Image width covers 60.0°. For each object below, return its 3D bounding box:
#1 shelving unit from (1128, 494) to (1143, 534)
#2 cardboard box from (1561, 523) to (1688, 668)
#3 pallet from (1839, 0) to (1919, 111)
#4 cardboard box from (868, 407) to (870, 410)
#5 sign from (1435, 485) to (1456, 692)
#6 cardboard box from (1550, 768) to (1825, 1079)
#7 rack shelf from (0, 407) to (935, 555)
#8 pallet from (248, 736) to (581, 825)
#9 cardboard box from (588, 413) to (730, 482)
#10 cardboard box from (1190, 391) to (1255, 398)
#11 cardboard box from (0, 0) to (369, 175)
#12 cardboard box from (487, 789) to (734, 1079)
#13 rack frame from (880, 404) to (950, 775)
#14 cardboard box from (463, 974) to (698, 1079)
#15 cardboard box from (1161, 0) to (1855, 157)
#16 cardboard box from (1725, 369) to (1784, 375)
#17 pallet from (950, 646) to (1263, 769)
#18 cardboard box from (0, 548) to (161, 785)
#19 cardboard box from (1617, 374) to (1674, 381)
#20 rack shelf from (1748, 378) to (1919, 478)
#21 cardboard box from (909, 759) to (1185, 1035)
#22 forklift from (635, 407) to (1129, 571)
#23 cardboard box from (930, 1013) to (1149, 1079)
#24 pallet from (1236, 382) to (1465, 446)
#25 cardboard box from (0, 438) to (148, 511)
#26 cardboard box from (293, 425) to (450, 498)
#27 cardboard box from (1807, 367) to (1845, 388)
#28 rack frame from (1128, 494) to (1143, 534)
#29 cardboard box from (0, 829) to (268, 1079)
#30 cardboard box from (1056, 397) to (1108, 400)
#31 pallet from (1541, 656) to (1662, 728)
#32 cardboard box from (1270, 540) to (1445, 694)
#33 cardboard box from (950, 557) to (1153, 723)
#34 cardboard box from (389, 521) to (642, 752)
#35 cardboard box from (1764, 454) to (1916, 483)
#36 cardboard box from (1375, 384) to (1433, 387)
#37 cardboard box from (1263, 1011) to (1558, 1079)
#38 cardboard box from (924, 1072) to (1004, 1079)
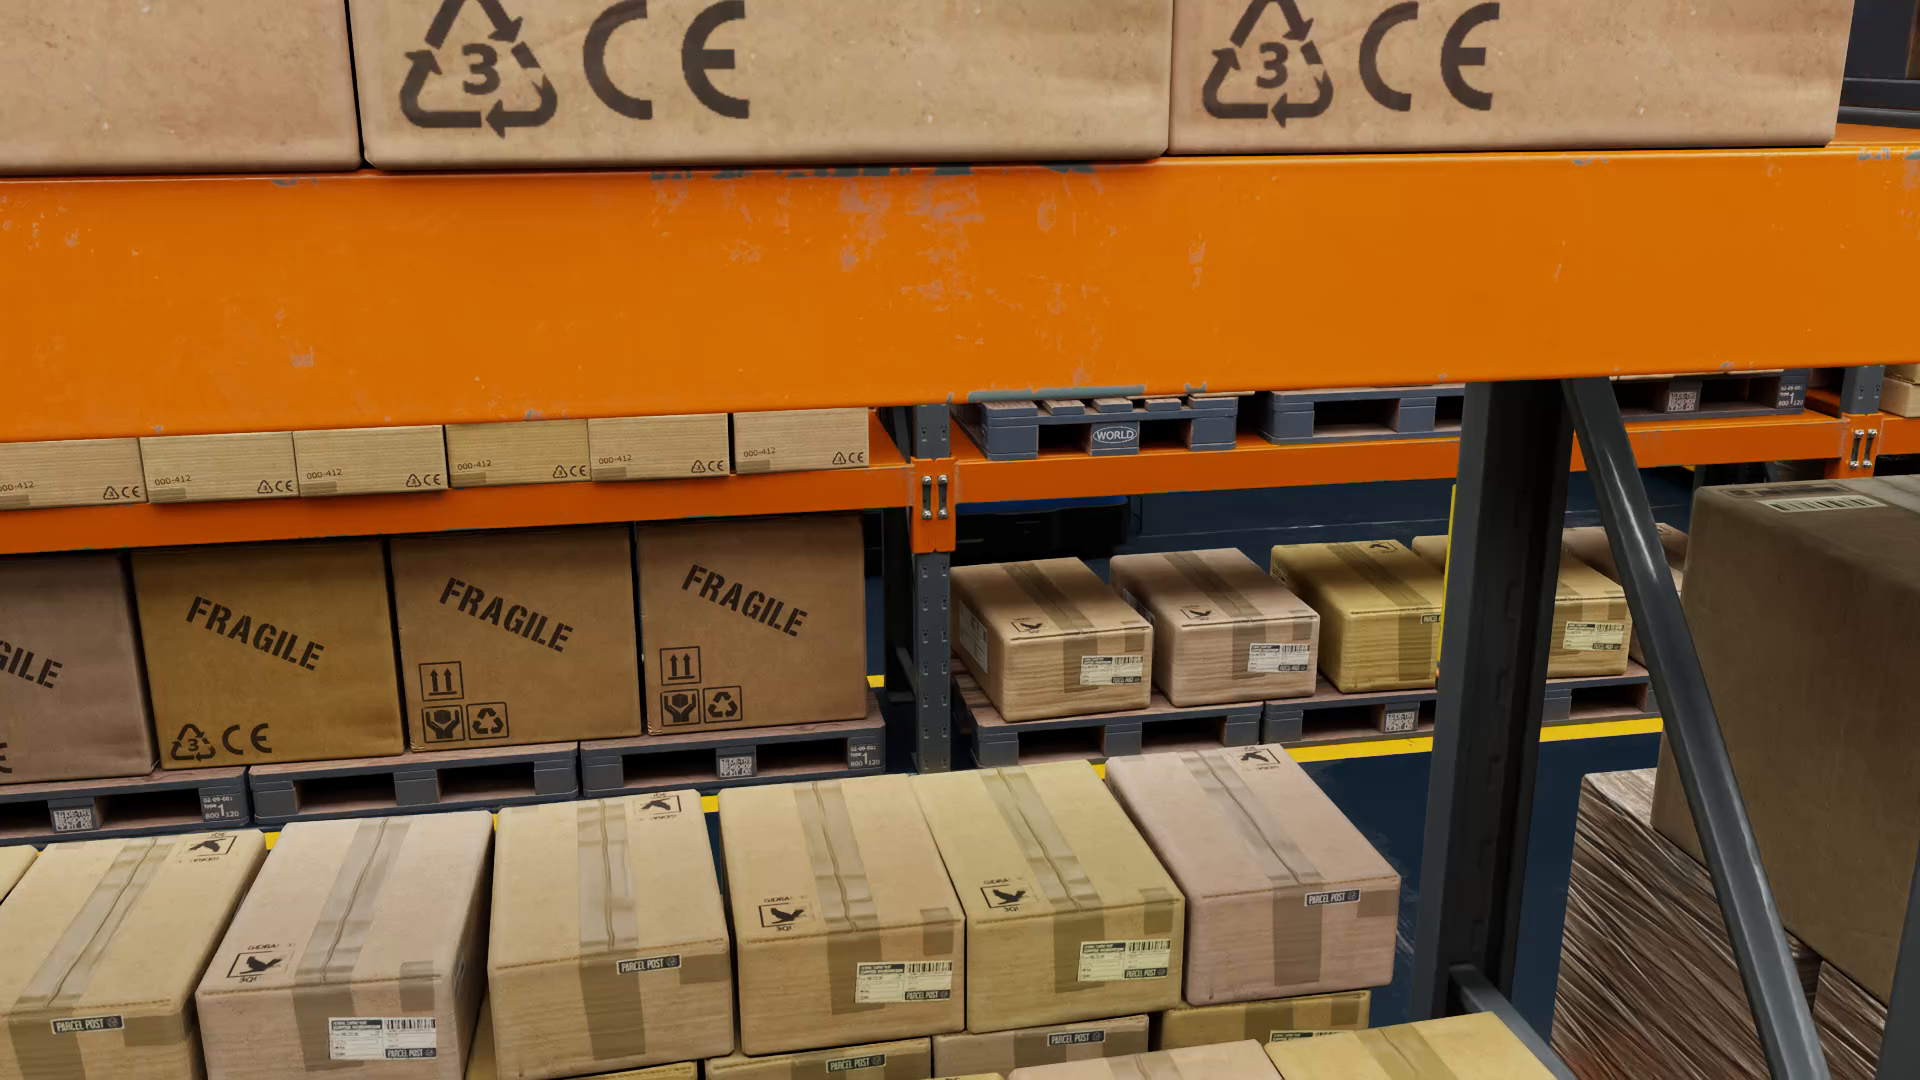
[{"bbox_3d":[0.967,-0.638,9.846,0.189,1.200,0.258,-4,17,-12],"label":"shelving unit"},{"bbox_3d":[3.219,0.242,7.675,0.625,0.372,0.950,-3,17,-10],"label":"cardboard box"},{"bbox_3d":[1.467,-0.594,1.849,1.003,0.211,1.213,-2,17,-8],"label":"pallet"},{"bbox_3d":[-0.524,-1.147,11.768,0.625,0.625,0.875,-3,17,-9],"label":"cardboard box"},{"bbox_3d":[0.736,0.088,2.446,0.005,0.325,0.100,-3,17,-10],"label":"sign"},{"bbox_3d":[1.236,0.651,2.414,0.500,0.500,0.500,-3,17,-10],"label":"cardboard box"},{"bbox_3d":[-2.157,-0.165,6.466,4.000,0.370,1.077,-3,17,-10],"label":"rack shelf"},{"bbox_3d":[-2.177,0.802,6.842,1.213,0.211,1.003,-3,17,-10],"label":"pallet"},{"bbox_3d":[-1.139,-0.413,6.302,0.500,0.250,0.500,-3,17,-9],"label":"cardboard box"},{"bbox_3d":[0.996,-0.683,6.639,0.250,0.149,0.380,-3,17,-10],"label":"cardboard box"},{"bbox_3d":[-0.648,-0.517,1.108,0.500,0.500,0.500,-3,17,-10],"label":"cardboard box"},{"bbox_3d":[-0.411,0.449,1.942,0.250,0.149,0.380,-4,18,-13],"label":"cardboard box"},{"bbox_3d":[-0.193,-0.620,6.723,0.127,3.000,1.000,-3,17,-10],"label":"rack frame"},{"bbox_3d":[-0.443,0.593,1.979,0.250,0.149,0.380,-3,17,-10],"label":"cardboard box"},{"bbox_3d":[0.332,-0.576,1.298,0.500,0.500,0.500,-3,17,-10],"label":"cardboard box"},{"bbox_3d":[3.281,-0.816,7.071,0.250,0.149,0.380,-3,17,-10],"label":"cardboard box"},{"bbox_3d":[0.574,0.669,7.273,1.213,0.211,1.003,-3,17,-10],"label":"pallet"},{"bbox_3d":[-3.527,0.360,6.435,0.875,0.875,0.875,-3,17,-9],"label":"cardboard box"},{"bbox_3d":[2.772,-0.781,6.959,0.250,0.149,0.380,-4,17,-11],"label":"cardboard box"},{"bbox_3d":[5.698,-0.611,7.916,4.000,0.370,1.077,-3,17,-10],"label":"rack shelf"},{"bbox_3d":[0.091,0.422,2.030,0.250,0.149,0.380,-4,17,-12],"label":"cardboard box"},{"bbox_3d":[-0.607,-1.361,9.250,3.031,2.935,1.130,-4,17,-12],"label":"forklift"},{"bbox_3d":[0.066,0.563,2.076,0.250,0.149,0.380,-2,17,-8],"label":"cardboard box"},{"bbox_3d":[1.742,-0.651,7.148,1.213,0.211,1.003,-3,17,-10],"label":"pallet"},{"bbox_3d":[-3.131,-0.304,5.947,0.500,0.250,0.500,-4,17,-12],"label":"cardboard box"},{"bbox_3d":[-2.132,-0.353,6.107,0.500,0.250,0.500,-4,17,-11],"label":"cardboard box"},{"bbox_3d":[3.992,-0.829,7.829,0.250,0.149,0.380,-3,17,-11],"label":"cardboard box"},{"bbox_3d":[1.056,-0.644,9.865,0.006,1.200,0.240,-4,17,-12],"label":"rack frame"},{"bbox_3d":[-0.936,0.479,1.841,0.250,0.149,0.380,-3,17,-9],"label":"cardboard box"},{"bbox_3d":[0.445,-0.672,6.602,0.250,0.149,0.380,-4,18,-14],"label":"cardboard box"},{"bbox_3d":[2.970,0.534,7.715,1.213,0.211,1.003,-3,17,-10],"label":"pallet"},{"bbox_3d":[1.832,0.322,7.414,0.625,0.372,0.950,-3,17,-9],"label":"cardboard box"},{"bbox_3d":[0.363,0.406,7.140,0.625,0.372,0.950,-4,18,-14],"label":"cardboard box"},{"bbox_3d":[-1.764,0.258,6.768,0.875,0.875,0.875,-3,17,-10],"label":"cardboard box"},{"bbox_3d":[4.264,-0.198,8.039,0.500,0.500,0.500,-3,17,-11],"label":"cardboard box"},{"bbox_3d":[1.757,-0.742,6.830,0.250,0.149,0.380,-3,17,-9],"label":"cardboard box"},{"bbox_3d":[0.451,0.595,1.464,0.250,0.149,0.380,-4,18,-13],"label":"cardboard box"},{"bbox_3d":[-0.054,0.623,1.373,0.250,0.149,0.380,-3,17,-9],"label":"cardboard box"}]
